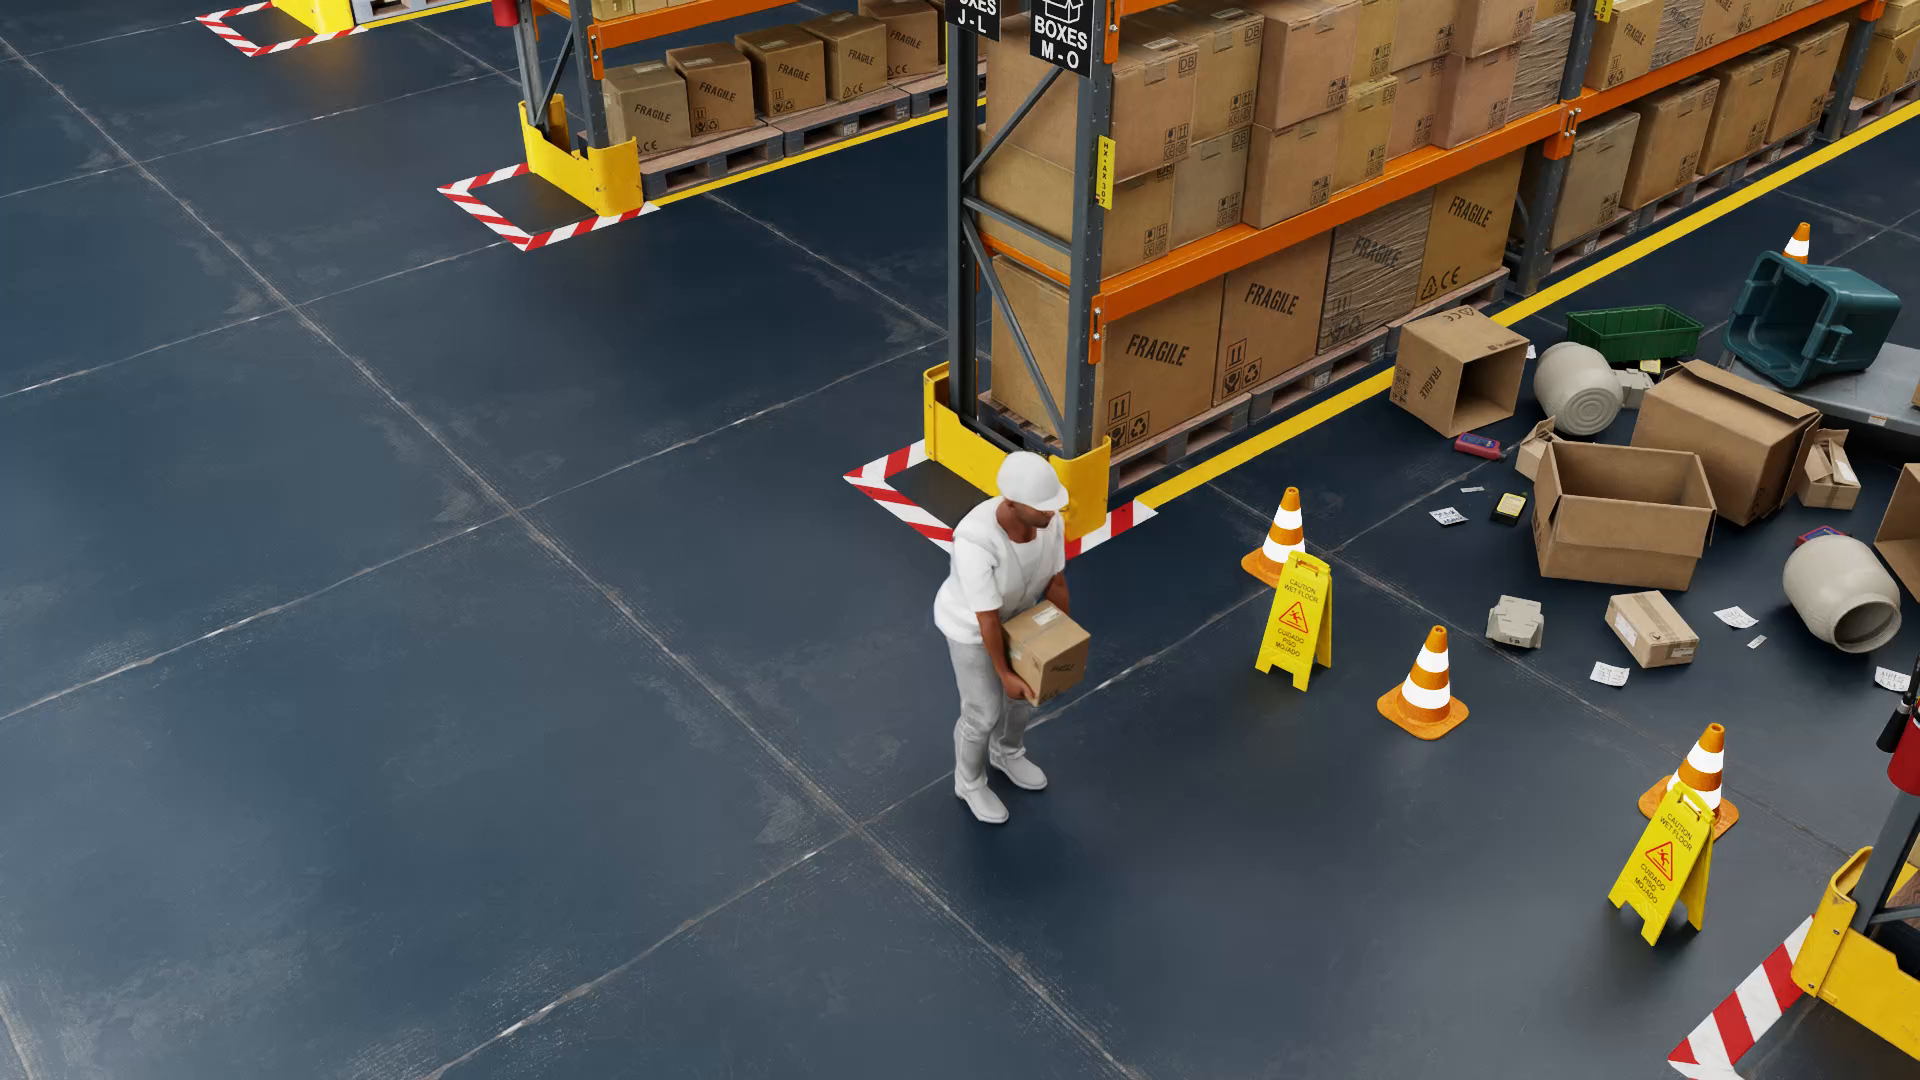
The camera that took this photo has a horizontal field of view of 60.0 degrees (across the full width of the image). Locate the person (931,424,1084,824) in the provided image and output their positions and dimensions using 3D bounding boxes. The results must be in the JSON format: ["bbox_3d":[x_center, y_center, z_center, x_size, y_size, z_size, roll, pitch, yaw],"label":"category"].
[{"bbox_3d":[0.202,0.360,6.558,0.505,1.763,0.567,-26,43,-32],"label":"person"}]
